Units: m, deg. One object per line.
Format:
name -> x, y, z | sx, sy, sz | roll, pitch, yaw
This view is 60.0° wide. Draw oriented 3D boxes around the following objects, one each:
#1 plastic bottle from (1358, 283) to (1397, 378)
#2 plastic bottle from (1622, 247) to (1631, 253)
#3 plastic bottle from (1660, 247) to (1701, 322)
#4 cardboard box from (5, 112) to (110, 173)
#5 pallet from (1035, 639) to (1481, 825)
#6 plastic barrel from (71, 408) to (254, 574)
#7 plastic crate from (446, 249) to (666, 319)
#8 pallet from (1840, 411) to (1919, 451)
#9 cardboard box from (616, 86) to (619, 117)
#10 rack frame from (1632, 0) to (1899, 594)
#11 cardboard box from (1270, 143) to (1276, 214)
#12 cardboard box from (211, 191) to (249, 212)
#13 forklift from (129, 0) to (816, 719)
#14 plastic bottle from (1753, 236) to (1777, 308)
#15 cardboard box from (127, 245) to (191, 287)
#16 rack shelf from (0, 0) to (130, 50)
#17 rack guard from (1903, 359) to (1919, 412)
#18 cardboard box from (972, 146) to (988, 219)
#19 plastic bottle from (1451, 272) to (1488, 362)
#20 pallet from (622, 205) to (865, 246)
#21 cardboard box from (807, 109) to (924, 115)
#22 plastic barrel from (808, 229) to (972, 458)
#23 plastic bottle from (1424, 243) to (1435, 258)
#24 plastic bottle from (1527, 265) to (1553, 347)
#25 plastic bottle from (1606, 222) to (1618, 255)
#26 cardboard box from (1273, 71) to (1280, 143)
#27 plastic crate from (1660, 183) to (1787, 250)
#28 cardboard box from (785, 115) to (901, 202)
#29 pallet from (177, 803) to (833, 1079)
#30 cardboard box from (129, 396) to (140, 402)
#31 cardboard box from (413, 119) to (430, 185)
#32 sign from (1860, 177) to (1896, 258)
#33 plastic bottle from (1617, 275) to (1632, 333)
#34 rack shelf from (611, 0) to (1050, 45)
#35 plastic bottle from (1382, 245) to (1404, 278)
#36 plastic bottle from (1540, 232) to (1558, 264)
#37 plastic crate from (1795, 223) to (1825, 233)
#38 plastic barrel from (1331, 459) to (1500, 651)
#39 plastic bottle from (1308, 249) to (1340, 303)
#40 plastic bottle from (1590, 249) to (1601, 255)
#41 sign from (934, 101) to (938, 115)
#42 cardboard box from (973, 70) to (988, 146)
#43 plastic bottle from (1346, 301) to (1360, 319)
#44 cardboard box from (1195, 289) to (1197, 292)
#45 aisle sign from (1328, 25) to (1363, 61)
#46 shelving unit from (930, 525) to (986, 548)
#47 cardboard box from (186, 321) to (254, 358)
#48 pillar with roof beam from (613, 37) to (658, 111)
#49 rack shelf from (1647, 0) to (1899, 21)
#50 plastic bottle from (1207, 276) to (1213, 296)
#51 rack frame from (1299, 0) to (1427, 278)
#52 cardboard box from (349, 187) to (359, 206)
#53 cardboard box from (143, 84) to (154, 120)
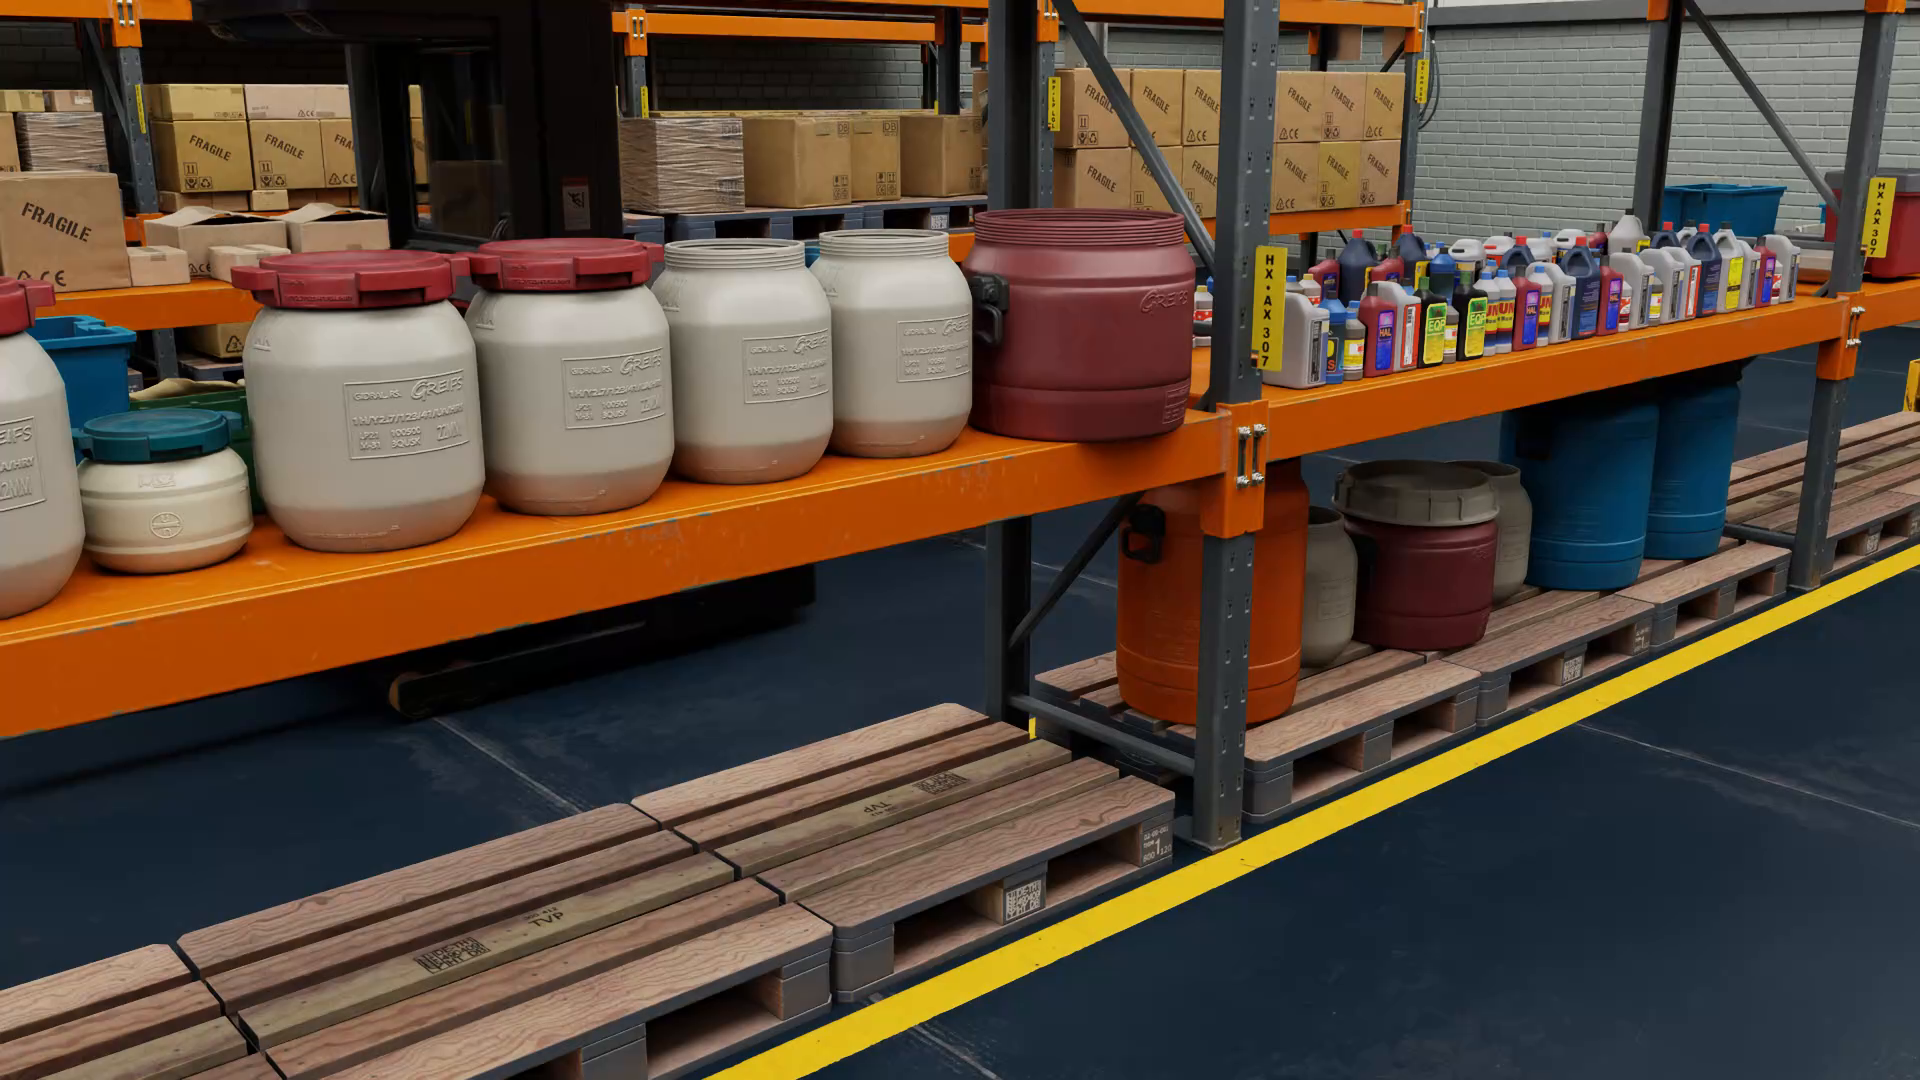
plastic bottle -> 1.271, -0.643, 5.071 | 0.133, 0.283, 0.061 | -13, 19, -39
plastic bottle -> 2.534, -0.979, 6.352 | 0.097, 0.271, 0.097 | 0, 15, 0
plastic bottle -> 2.731, -0.983, 6.358 | 0.135, 0.276, 0.152 | -13, 19, -39
cardboard box -> -6.396, -2.750, 11.687 | 0.700, 0.500, 0.500 | 13, 20, 40
pallet -> 1.022, 0.563, 5.732 | 1.213, 0.211, 1.003 | -13, 19, -39
plastic barrel -> -1.463, -0.092, 3.051 | 0.301, 0.262, 0.301 | 0, 15, 0
plastic crate -> -0.965, -0.459, 4.032 | 0.583, 0.464, 0.402 | -13, 19, -39
pallet -> 5.842, -0.518, 9.781 | 1.213, 0.211, 1.003 | -13, 19, -39
cardboard box -> -3.215, -3.684, 13.966 | 0.500, 0.250, 0.500 | -12, 19, -38
rack frame -> 3.472, -1.320, 7.379 | 0.127, 3.000, 1.000 | -13, 19, -39
cardboard box -> 1.933, -2.625, 12.069 | 0.500, 0.500, 0.500 | -13, 20, -40
cardboard box -> -5.452, -2.511, 12.286 | 0.250, 0.149, 0.380 | -12, 19, -39
forklift -> -2.050, -0.936, 6.074 | 3.031, 2.935, 1.130 | -13, 20, -40
plastic bottle -> 3.243, -1.086, 6.728 | 0.133, 0.283, 0.061 | -13, 19, -39
cardboard box -> -3.719, -1.259, 7.637 | 0.250, 0.149, 0.380 | -11, 18, -35
rack shelf -> -7.557, -3.334, 10.500 | 4.000, 0.370, 1.077 | -13, 19, -39
rack guard -> 6.500, -0.796, 10.263 | 0.348, 0.500, 1.175 | -13, 19, -39
cardboard box -> 0.432, -2.468, 11.482 | 0.500, 0.500, 0.500 | -12, 19, -38
plastic bottle -> 1.648, -0.728, 5.387 | 0.133, 0.283, 0.061 | -13, 19, -39
pallet -> -1.330, -1.845, 9.716 | 1.213, 0.211, 1.003 | -13, 19, -39
cardboard box -> -0.933, -3.857, 16.297 | 0.700, 0.700, 0.980 | -13, 20, -40
plastic barrel -> -0.181, -0.480, 4.020 | 0.421, 0.512, 0.421 | 0, 15, 0
plastic bottle -> 1.821, -1.027, 6.530 | 0.097, 0.271, 0.097 | 0, 15, 0
plastic bottle -> 1.970, -0.800, 5.683 | 0.097, 0.271, 0.097 | 0, 15, 0
plastic bottle -> 2.916, -1.284, 7.472 | 0.133, 0.283, 0.061 | -13, 19, -39
cardboard box -> 1.930, -3.103, 11.925 | 0.500, 0.500, 0.500 | -12, 19, -38
plastic crate -> 3.601, -1.487, 7.918 | 0.575, 0.384, 0.392 | -13, 19, -39
cardboard box -> -0.758, -2.370, 10.305 | 0.500, 0.500, 0.700 | -9, 17, -31
pallet -> -1.075, 1.034, 3.969 | 1.213, 0.211, 1.003 | -13, 19, -39
cardboard box -> -4.159, -0.544, 7.904 | 0.500, 0.311, 0.500 | -13, 20, -41
cardboard box -> -4.350, -3.066, 13.105 | 0.500, 0.500, 0.500 | -12, 19, -38
sign -> 3.832, -1.346, 6.941 | 0.005, 0.325, 0.100 | -13, 19, -39
plastic bottle -> 2.385, -0.860, 6.041 | 0.097, 0.201, 0.097 | 0, 15, 0
rack shelf -> -1.285, -3.048, 9.429 | 4.000, 0.370, 1.077 | -13, 19, -39
plastic bottle -> 1.622, -0.973, 6.307 | 0.133, 0.283, 0.061 | -13, 19, -39
plastic bottle -> 2.492, -1.177, 7.094 | 0.097, 0.271, 0.097 | 0, 15, 0
plastic crate -> 4.589, -1.575, 8.729 | 0.466, 0.136, 0.293 | -13, 19, -39
plastic barrel -> 1.665, 0.042, 6.138 | 0.708, 0.588, 0.600 | -13, 19, -39
plastic bottle -> 1.342, -0.931, 6.149 | 0.133, 0.283, 0.061 | -13, 19, -39
plastic bottle -> 2.693, -1.137, 7.077 | 0.097, 0.201, 0.097 | 0, 15, 0
sign -> -0.138, -2.807, 11.270 | 0.005, 0.325, 0.100 | -13, 19, -39
cardboard box -> 0.435, -2.952, 11.359 | 0.500, 0.500, 0.500 | -13, 19, -39
plastic bottle -> 1.247, -0.656, 5.279 | 0.097, 0.201, 0.097 | 0, 15, 0
cardboard box -> 1.638, -1.611, 12.452 | 0.637, 0.503, 0.797 | -13, 19, -39
aisle sign -> 3.100, -4.287, 13.450 | 0.004, 0.787, 0.394 | -13, 19, -39
shelving unit -> 0.006, -0.436, 8.139 | 0.210, 0.900, 0.258 | -13, 19, -39
cardboard box -> -5.408, -1.834, 12.657 | 0.750, 0.750, 0.750 | -13, 20, -40
pillar with roof beam -> -0.245, -5.596, 11.762 | 0.400, 9.000, 9.100 | -13, 19, -39
rack shelf -> 1.964, -2.083, 5.816 | 4.000, 0.370, 1.077 | -13, 19, -39
plastic bottle -> 0.900, -0.820, 5.756 | 0.097, 0.271, 0.097 | 0, 15, 0
rack frame -> 3.241, -2.962, 13.528 | 0.127, 3.000, 1.000 | -13, 19, -39
cardboard box -> -4.696, -2.693, 12.969 | 0.250, 0.149, 0.380 | -12, 19, -39
cardboard box -> -5.876, -3.262, 12.388 | 0.500, 0.250, 0.500 | -12, 19, -38
